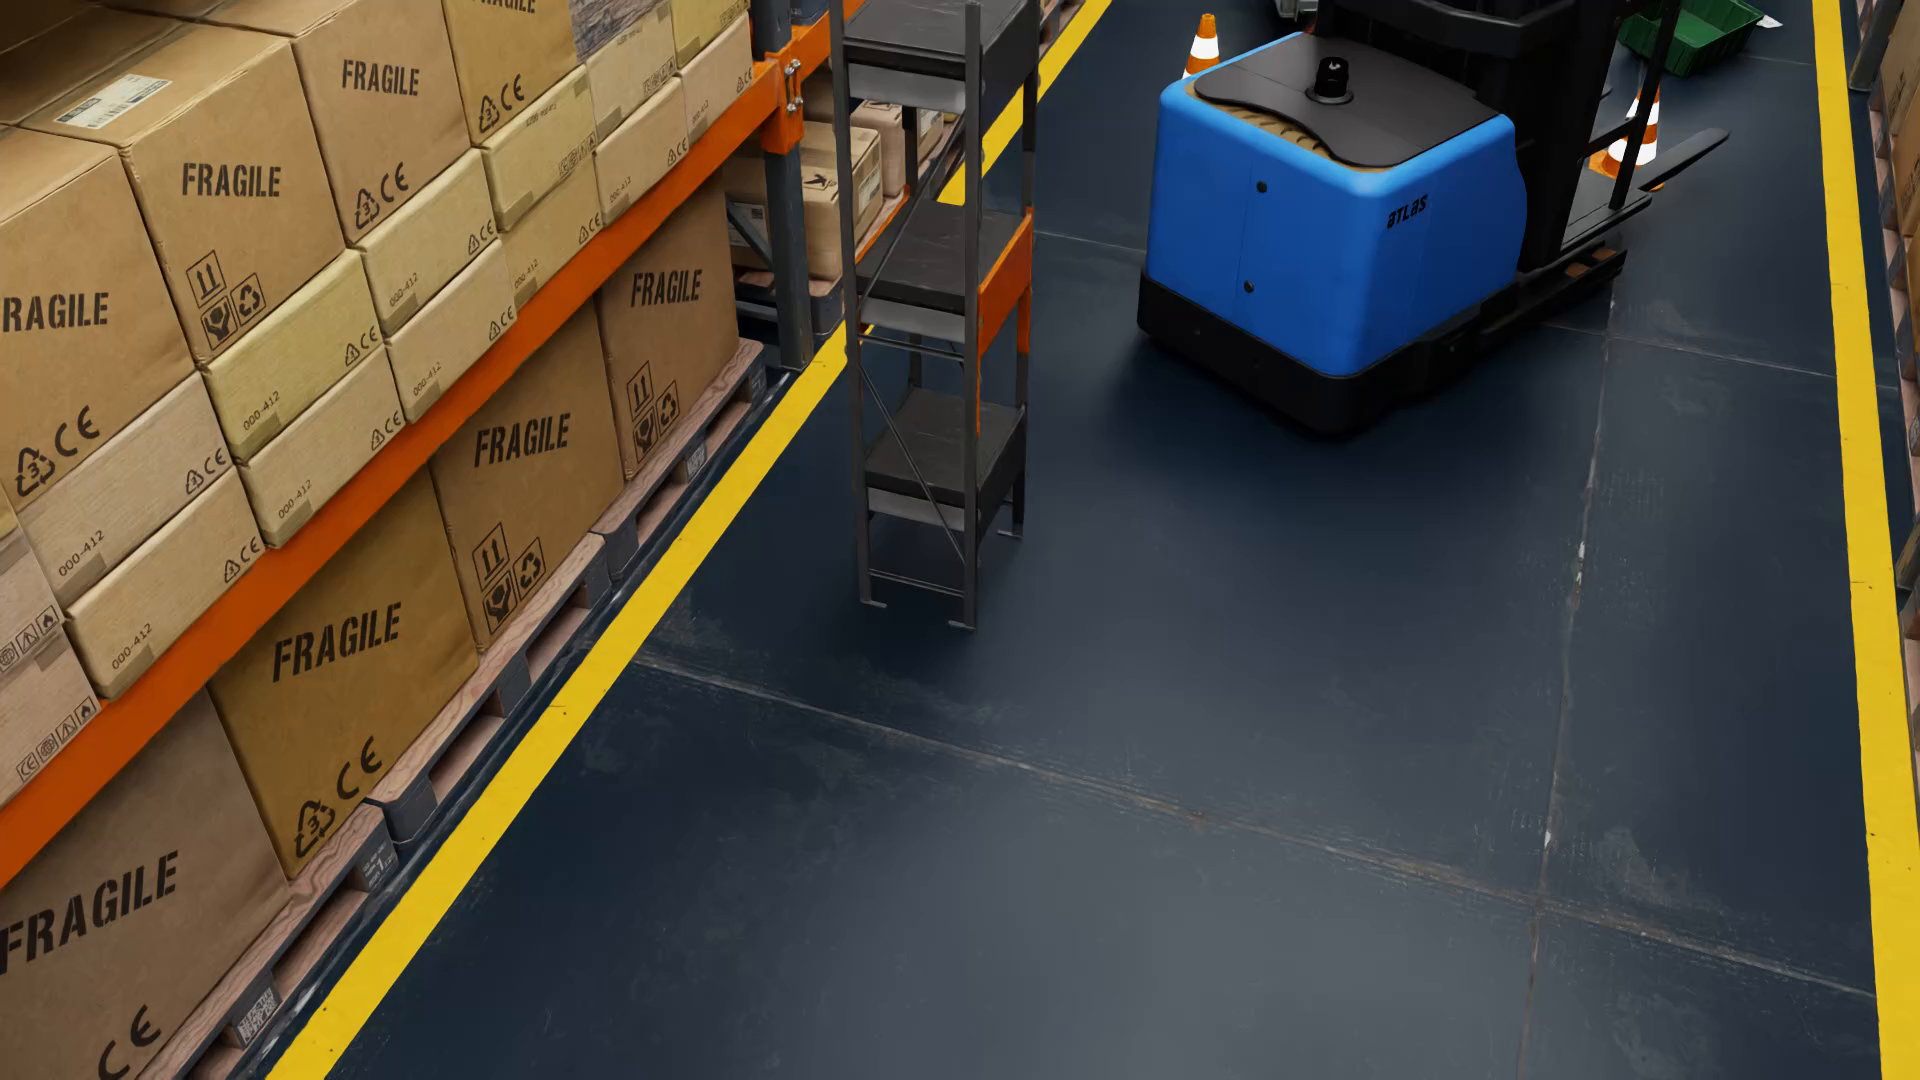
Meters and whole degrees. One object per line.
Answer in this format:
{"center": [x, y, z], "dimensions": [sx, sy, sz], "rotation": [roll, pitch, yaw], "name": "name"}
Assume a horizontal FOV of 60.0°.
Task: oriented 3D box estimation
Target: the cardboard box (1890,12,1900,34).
{"center": [5.267, -3.060, 8.339], "dimensions": [0.875, 0.875, 0.875], "rotation": [14, 42, 16], "name": "cardboard box"}

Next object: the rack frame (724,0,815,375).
{"center": [-1.068, -1.938, 5.710], "dimensions": [1.000, 3.000, 0.127], "rotation": [13, 42, 15], "name": "rack frame"}

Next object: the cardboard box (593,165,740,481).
{"center": [-1.382, -0.886, 5.791], "dimensions": [0.875, 0.875, 0.875], "rotation": [13, 42, 15], "name": "cardboard box"}

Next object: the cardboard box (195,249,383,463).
{"center": [-1.671, -0.463, 3.712], "dimensions": [0.500, 0.250, 0.500], "rotation": [14, 42, 16], "name": "cardboard box"}

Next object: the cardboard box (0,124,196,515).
{"center": [-1.867, -0.438, 3.104], "dimensions": [0.500, 0.500, 0.500], "rotation": [13, 42, 15], "name": "cardboard box"}

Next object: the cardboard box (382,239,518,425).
{"center": [-1.492, -0.579, 4.233], "dimensions": [0.500, 0.250, 0.500], "rotation": [13, 42, 14], "name": "cardboard box"}

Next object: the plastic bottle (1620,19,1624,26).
{"center": [3.662, -2.726, 8.898], "dimensions": [0.133, 0.061, 0.283], "rotation": [-7, 41, -8], "name": "plastic bottle"}

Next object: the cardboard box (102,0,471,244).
{"center": [-1.522, -1.060, 3.833], "dimensions": [0.500, 0.500, 0.500], "rotation": [13, 42, 14], "name": "cardboard box"}

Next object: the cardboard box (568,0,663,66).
{"center": [-1.167, -1.668, 4.547], "dimensions": [0.500, 0.500, 0.500], "rotation": [14, 42, 16], "name": "cardboard box"}

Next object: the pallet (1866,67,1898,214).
{"center": [4.793, -1.792, 7.688], "dimensions": [1.003, 0.211, 1.213], "rotation": [13, 42, 15], "name": "pallet"}

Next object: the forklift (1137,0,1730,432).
{"center": [2.153, -2.327, 6.219], "dimensions": [3.031, 2.935, 1.130], "rotation": [-29, 48, -30], "name": "forklift"}

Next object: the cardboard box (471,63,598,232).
{"center": [-1.322, -1.089, 4.445], "dimensions": [0.500, 0.250, 0.500], "rotation": [12, 42, 14], "name": "cardboard box"}

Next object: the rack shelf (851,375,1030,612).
{"center": [-0.057, -0.155, 5.413], "dimensions": [0.431, 0.518, 0.480], "rotation": [13, 42, 15], "name": "rack shelf"}

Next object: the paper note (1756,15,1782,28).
{"center": [4.365, -2.822, 9.034], "dimensions": [0.147, 0.020, 0.142], "rotation": [-13, 42, -15], "name": "paper note"}

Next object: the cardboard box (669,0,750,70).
{"center": [-0.995, -1.719, 5.184], "dimensions": [0.500, 0.250, 0.500], "rotation": [13, 42, 15], "name": "cardboard box"}

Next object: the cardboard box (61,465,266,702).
{"center": [-1.862, 0.033, 3.516], "dimensions": [0.500, 0.250, 0.500], "rotation": [12, 42, 14], "name": "cardboard box"}

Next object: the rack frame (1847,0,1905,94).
{"center": [4.986, -3.340, 7.354], "dimensions": [1.000, 3.000, 0.127], "rotation": [13, 42, 15], "name": "rack frame"}

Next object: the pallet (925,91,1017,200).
{"center": [-0.380, -2.095, 8.043], "dimensions": [1.003, 0.211, 1.213], "rotation": [13, 42, 15], "name": "pallet"}

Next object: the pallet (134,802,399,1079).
{"center": [-2.243, 1.075, 4.327], "dimensions": [1.003, 0.211, 1.213], "rotation": [13, 42, 15], "name": "pallet"}

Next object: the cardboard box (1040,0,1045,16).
{"center": [-0.120, -2.778, 8.396], "dimensions": [0.950, 0.372, 0.625], "rotation": [16, 43, 18], "name": "cardboard box"}

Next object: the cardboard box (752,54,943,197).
{"center": [-0.620, -1.892, 7.358], "dimensions": [0.950, 0.372, 0.625], "rotation": [13, 42, 14], "name": "cardboard box"}

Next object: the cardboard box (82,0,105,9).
{"center": [-1.994, -1.186, 3.981], "dimensions": [0.500, 0.500, 0.500], "rotation": [14, 42, 16], "name": "cardboard box"}

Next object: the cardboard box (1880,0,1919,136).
{"center": [4.858, -2.246, 7.481], "dimensions": [1.050, 0.750, 0.750], "rotation": [13, 42, 15], "name": "cardboard box"}

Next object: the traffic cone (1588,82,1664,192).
{"center": [3.109, -1.893, 7.612], "dimensions": [0.336, 0.463, 0.334], "rotation": [13, 42, 15], "name": "traffic cone"}

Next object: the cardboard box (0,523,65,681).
{"center": [-2.020, 0.163, 2.978], "dimensions": [0.500, 0.250, 0.500], "rotation": [12, 42, 14], "name": "cardboard box"}

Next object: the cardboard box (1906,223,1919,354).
{"center": [4.207, -1.090, 6.126], "dimensions": [1.050, 0.750, 0.750], "rotation": [14, 42, 16], "name": "cardboard box"}

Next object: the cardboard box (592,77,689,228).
{"center": [-1.157, -1.200, 4.960], "dimensions": [0.500, 0.250, 0.500], "rotation": [14, 42, 16], "name": "cardboard box"}

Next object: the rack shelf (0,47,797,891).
{"center": [-1.752, -0.444, 4.514], "dimensions": [1.077, 0.370, 4.000], "rotation": [13, 42, 15], "name": "rack shelf"}

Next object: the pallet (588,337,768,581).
{"center": [-1.408, -0.413, 6.071], "dimensions": [1.003, 0.211, 1.213], "rotation": [13, 42, 15], "name": "pallet"}

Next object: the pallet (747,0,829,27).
{"center": [-0.924, -2.323, 6.310], "dimensions": [1.213, 0.211, 1.003], "rotation": [13, 42, 15], "name": "pallet"}

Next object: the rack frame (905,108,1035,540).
{"center": [0.027, -0.847, 5.125], "dimensions": [0.400, 2.100, 0.015], "rotation": [13, 42, 15], "name": "rack frame"}

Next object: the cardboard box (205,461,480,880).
{"center": [-1.997, 0.202, 4.516], "dimensions": [0.875, 0.875, 0.875], "rotation": [14, 43, 16], "name": "cardboard box"}

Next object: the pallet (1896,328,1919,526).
{"center": [3.959, -0.304, 5.944], "dimensions": [1.003, 0.211, 1.213], "rotation": [13, 42, 15], "name": "pallet"}

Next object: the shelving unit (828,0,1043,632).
{"center": [-0.057, -0.698, 4.950], "dimensions": [0.431, 2.100, 0.503], "rotation": [13, 42, 15], "name": "shelving unit"}
